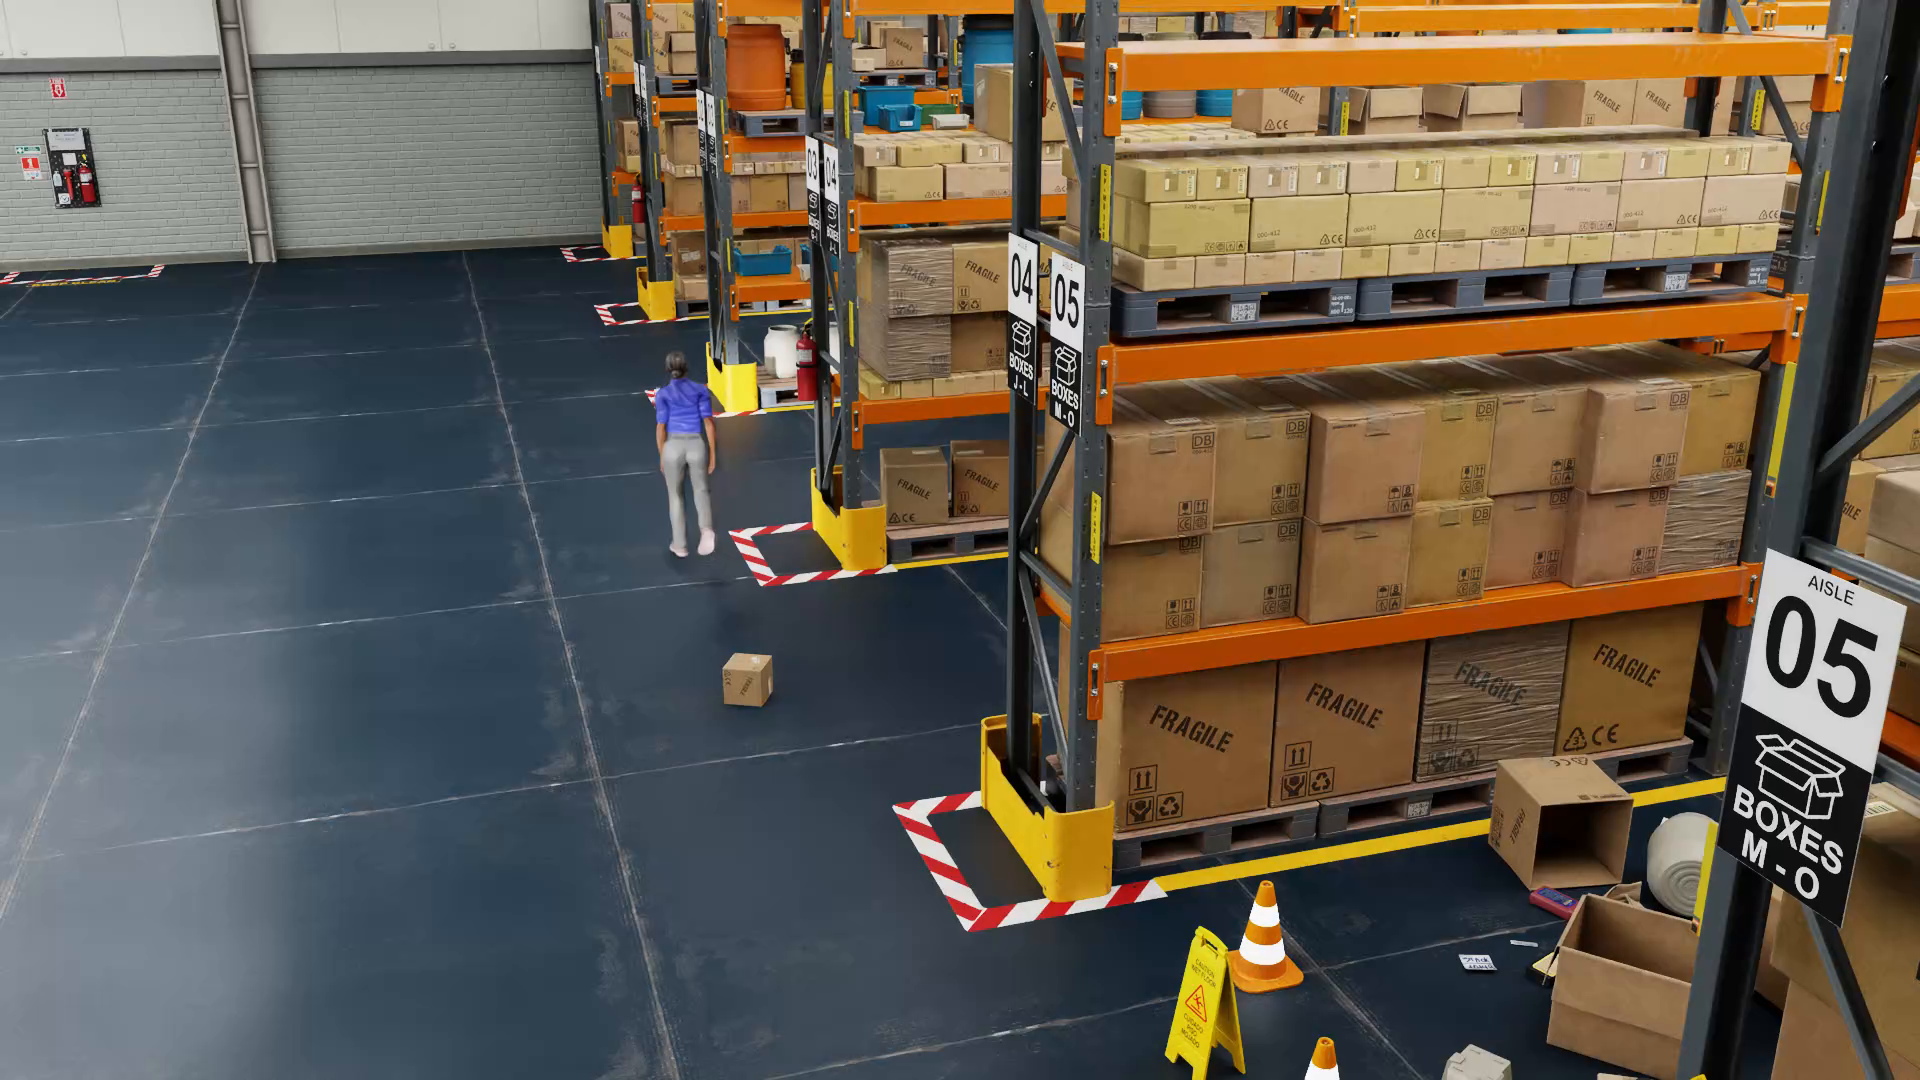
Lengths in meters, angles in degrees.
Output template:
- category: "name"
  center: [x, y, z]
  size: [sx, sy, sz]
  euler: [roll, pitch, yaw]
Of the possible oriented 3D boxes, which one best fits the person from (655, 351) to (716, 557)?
- category: "person"
  center: [-2.105, -0.651, 12.873]
  size: [0.449, 1.641, 0.538]
  euler: [-6, 20, -17]
